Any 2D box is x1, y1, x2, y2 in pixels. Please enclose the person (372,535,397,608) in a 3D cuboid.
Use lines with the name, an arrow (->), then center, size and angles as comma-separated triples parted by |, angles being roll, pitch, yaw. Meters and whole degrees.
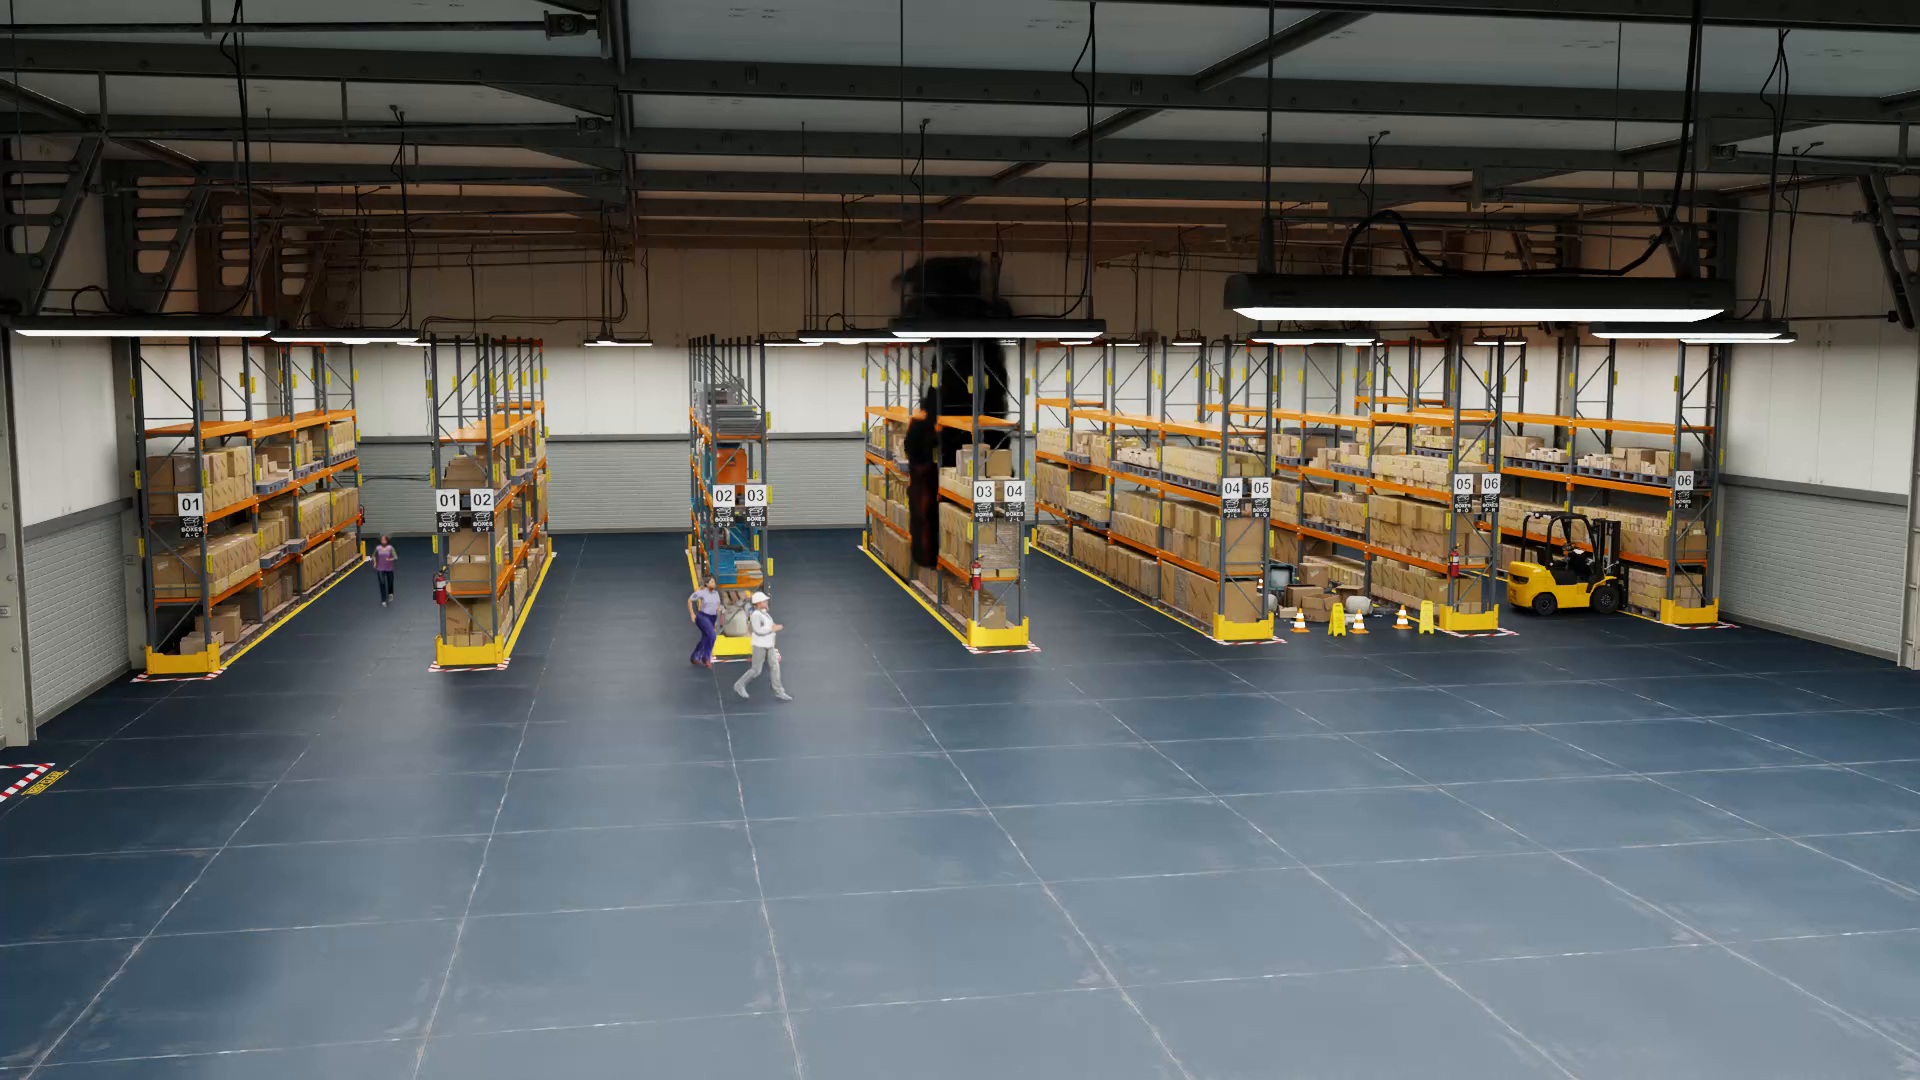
person -> -12.828, 0.675, 37.100 | 0.543, 1.575, 0.878 | -2, 7, -16

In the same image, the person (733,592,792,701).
person -> -3.210, 1.727, 27.020 | 0.952, 1.772, 0.650 | 2, 7, 14

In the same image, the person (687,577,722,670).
person -> -4.523, 1.478, 30.035 | 0.588, 1.624, 0.613 | 5, 8, 35
